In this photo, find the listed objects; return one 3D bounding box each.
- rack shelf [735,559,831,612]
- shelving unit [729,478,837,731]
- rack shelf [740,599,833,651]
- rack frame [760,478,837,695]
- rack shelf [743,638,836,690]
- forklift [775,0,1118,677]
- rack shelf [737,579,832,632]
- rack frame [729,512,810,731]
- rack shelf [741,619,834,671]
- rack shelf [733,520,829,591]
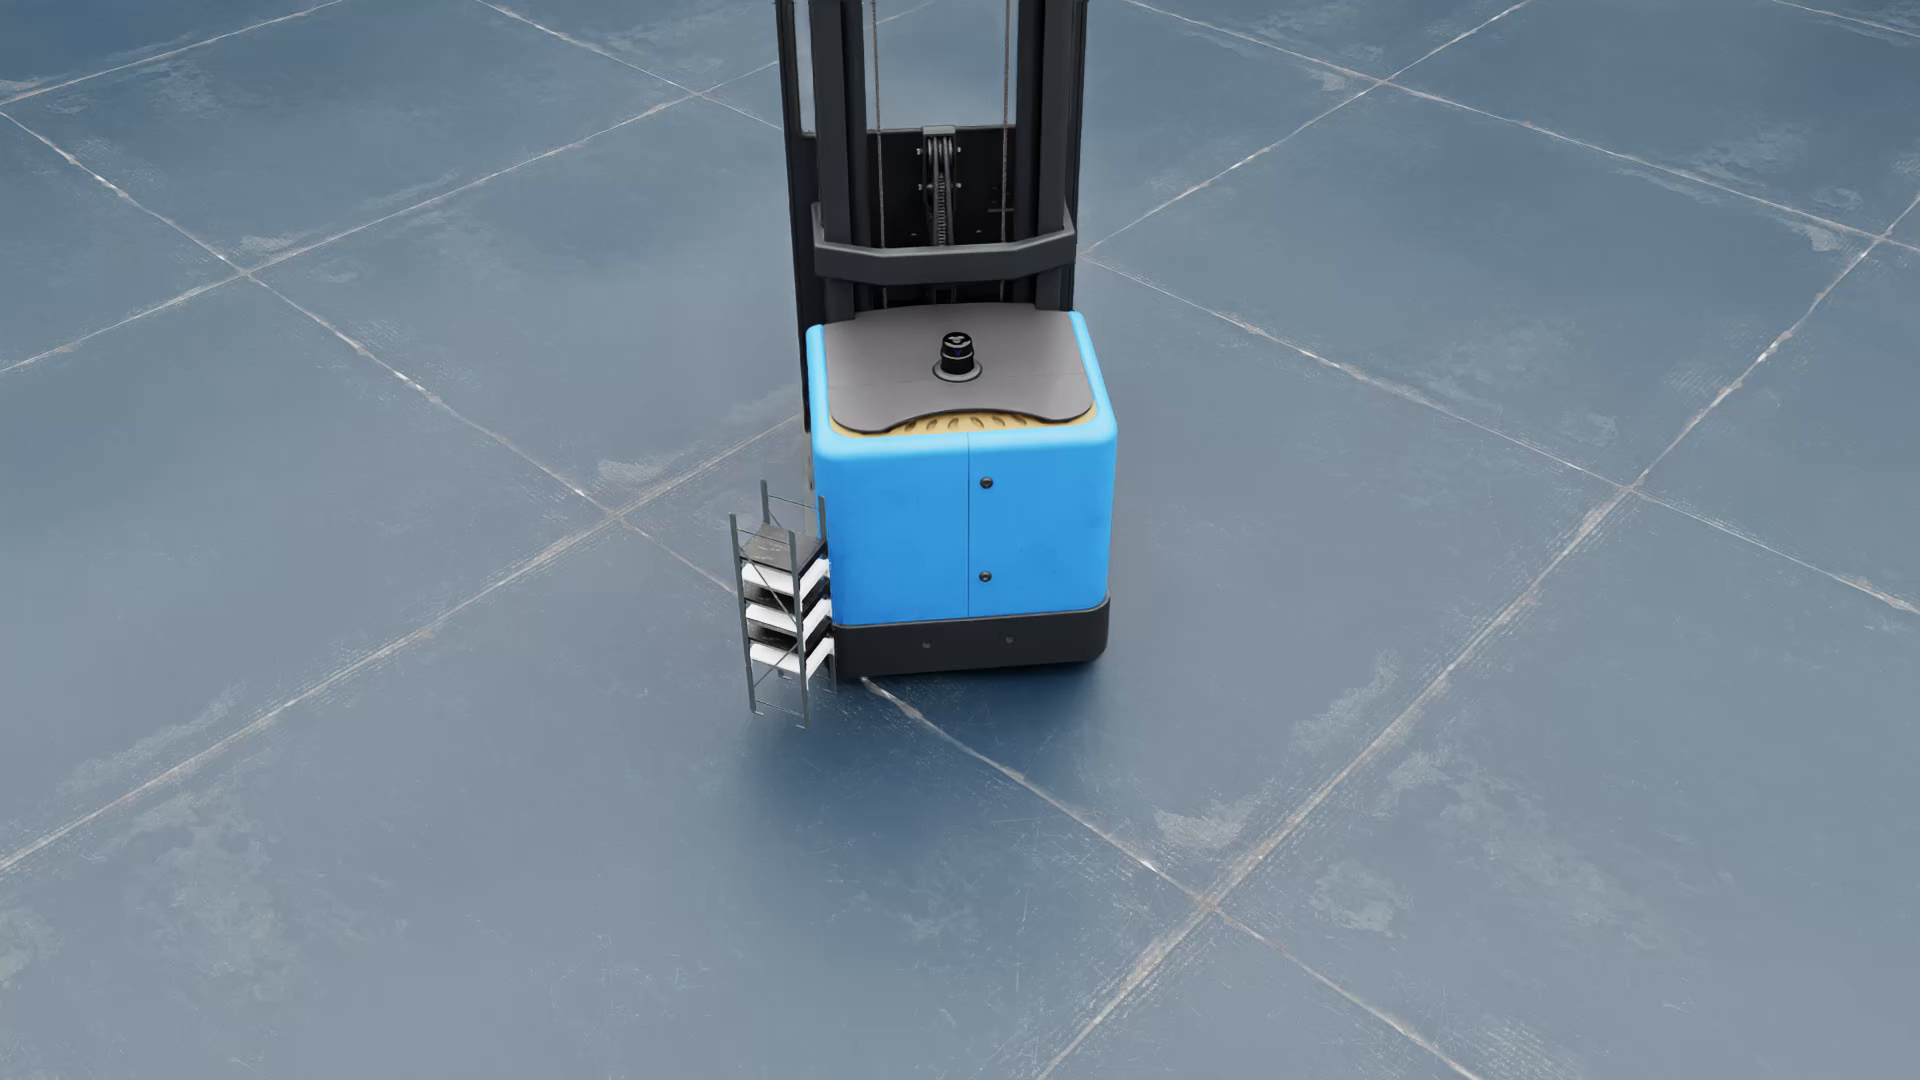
[{"bbox_3d":[-0.600,0.121,5.639,0.258,0.077,0.200,16,41,19],"label":"rack shelf"},{"bbox_3d":[-0.600,0.236,5.730,0.258,0.900,0.210,16,41,19],"label":"shelving unit"},{"bbox_3d":[-0.600,0.262,5.751,0.258,0.077,0.200,16,41,19],"label":"rack shelf"},{"bbox_3d":[-0.558,0.178,5.803,0.240,0.900,0.006,16,41,19],"label":"rack frame"},{"bbox_3d":[-0.600,0.403,5.863,0.258,0.077,0.200,16,41,19],"label":"rack shelf"},{"bbox_3d":[-0.125,-1.558,6.355,1.130,2.935,3.031,-4,39,-5],"label":"forklift"},{"bbox_3d":[-0.600,0.192,5.695,0.258,0.077,0.200,16,41,19],"label":"rack shelf"},{"bbox_3d":[-0.641,0.294,5.658,0.240,0.900,0.006,16,41,19],"label":"rack frame"},{"bbox_3d":[-0.600,0.332,5.807,0.258,0.077,0.200,16,41,19],"label":"rack shelf"},{"bbox_3d":[-0.600,0.051,5.583,0.258,0.077,0.200,16,41,19],"label":"rack shelf"}]
